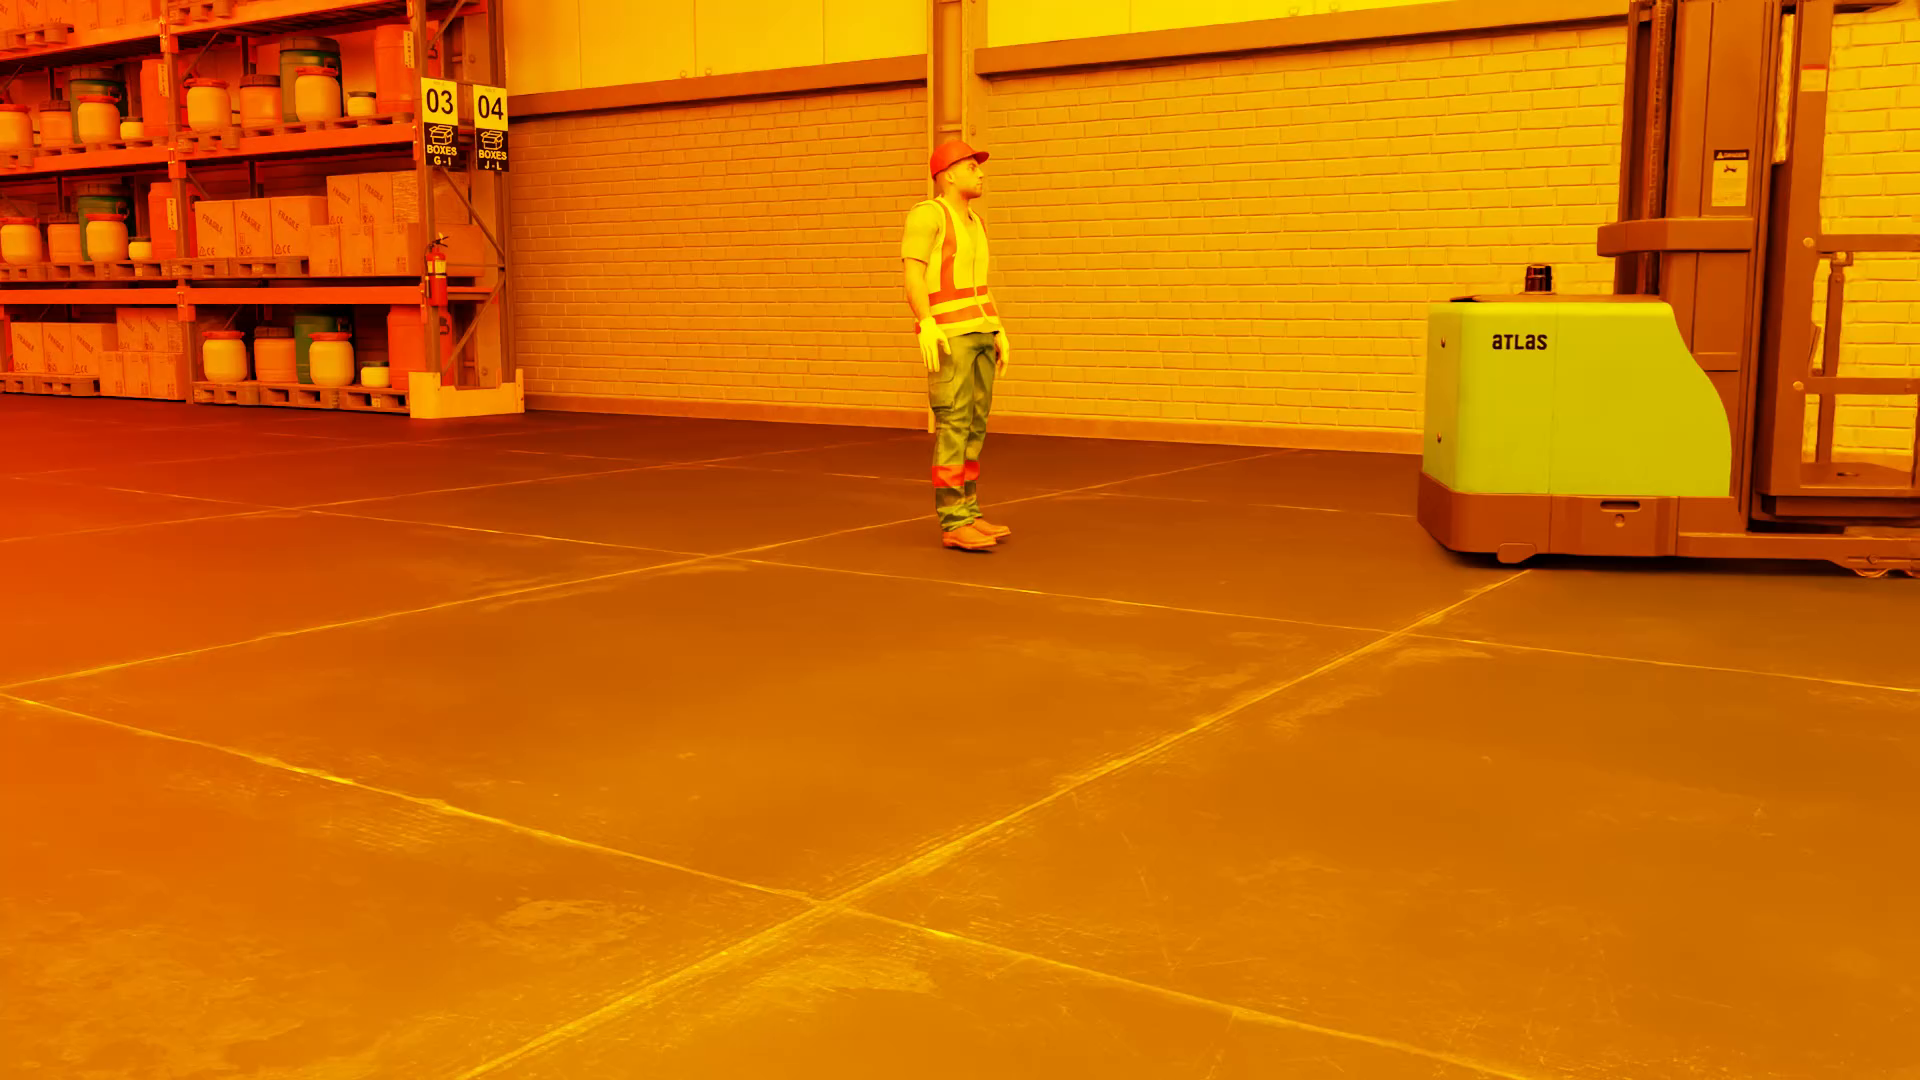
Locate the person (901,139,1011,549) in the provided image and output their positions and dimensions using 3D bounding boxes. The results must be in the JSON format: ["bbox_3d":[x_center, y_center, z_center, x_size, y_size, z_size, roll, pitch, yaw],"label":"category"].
[{"bbox_3d":[0.060,-0.885,7.423,0.564,1.787,0.638,5,10,34],"label":"person"}]

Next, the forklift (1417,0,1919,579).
[{"bbox_3d":[3.563,-1.378,6.880,3.031,2.935,1.130,1,8,7],"label":"forklift"}]
